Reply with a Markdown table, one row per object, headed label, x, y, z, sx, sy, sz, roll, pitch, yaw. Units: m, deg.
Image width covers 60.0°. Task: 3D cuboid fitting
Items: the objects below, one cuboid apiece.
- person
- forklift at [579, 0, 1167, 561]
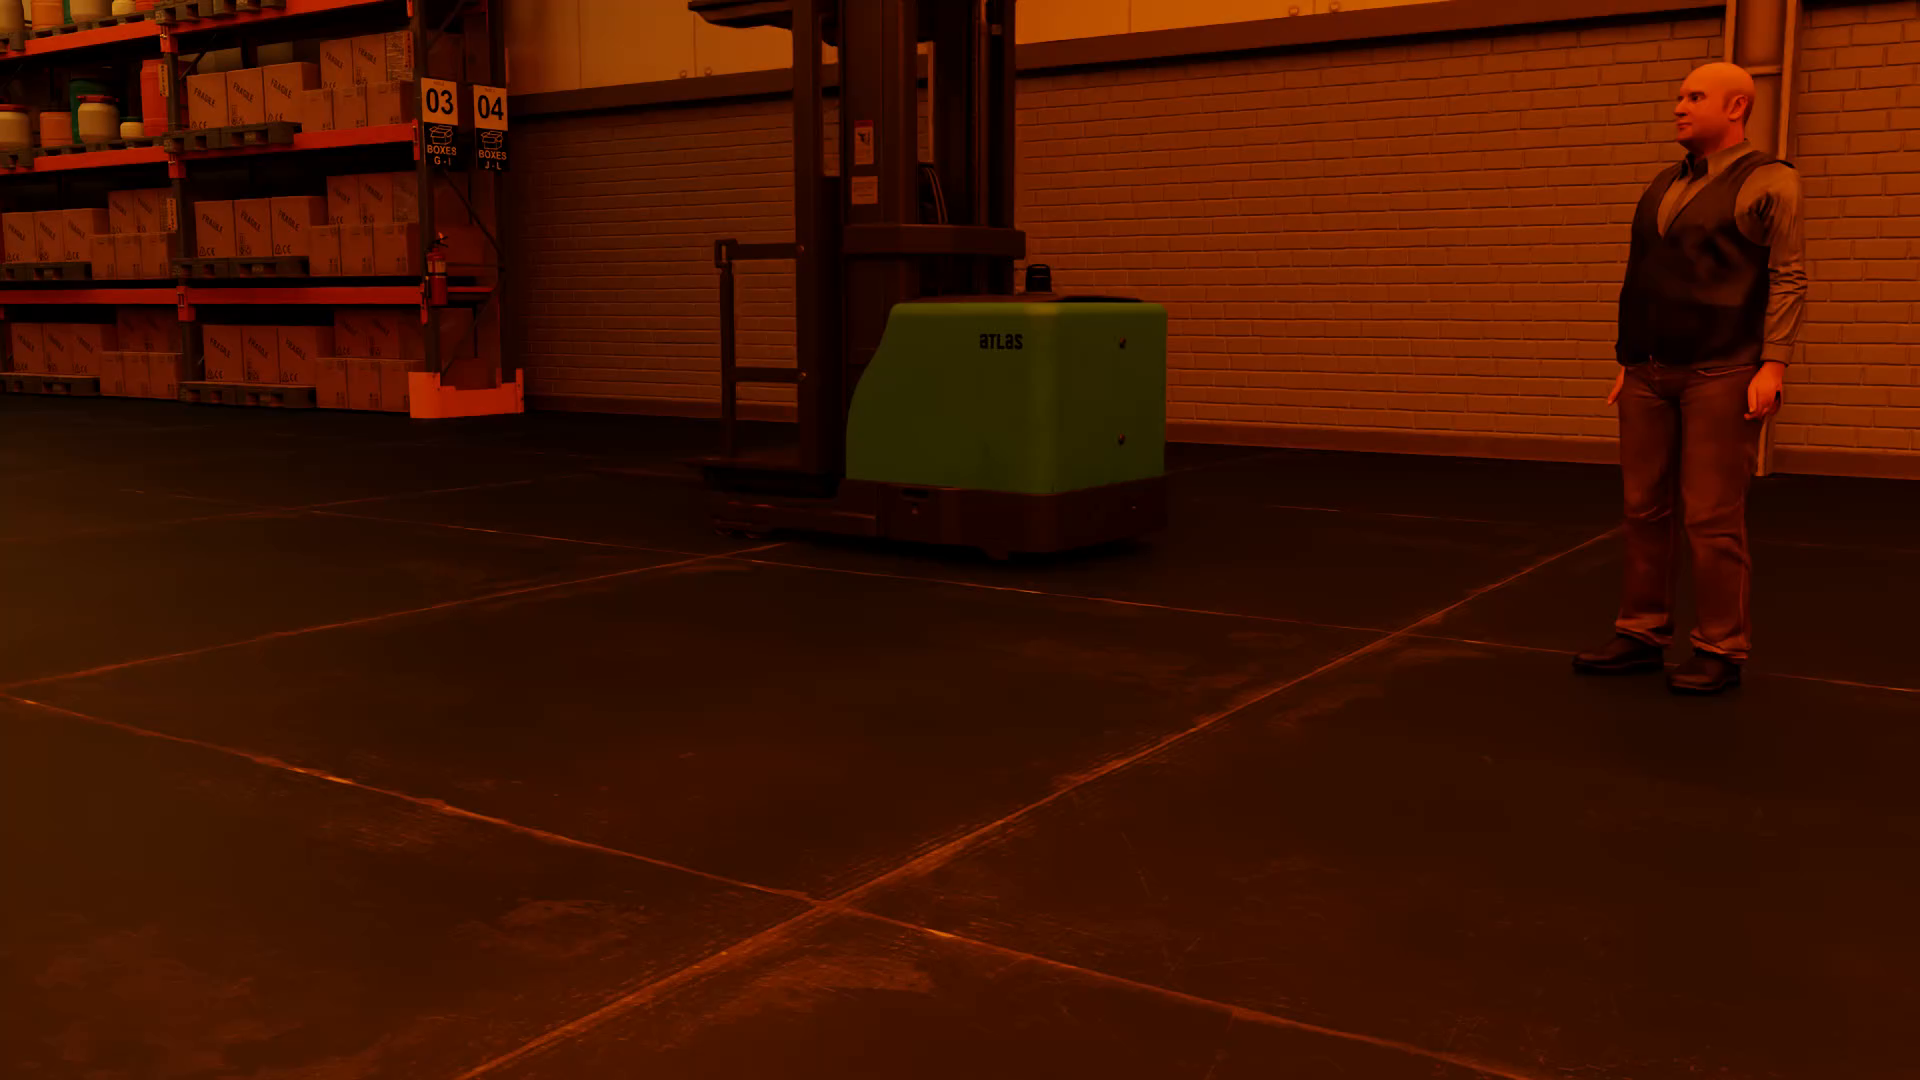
| label | x | y | z | sx | sy | sz | roll | pitch | yaw |
| --- | --- | --- | --- | --- | --- | --- | --- | --- | --- |
| person | 2.050 | -0.451 | 4.667 | 0.372 | 1.725 | 0.550 | -4 | 9 | -26 |
| forklift | -0.557 | -1.506 | 7.782 | 3.031 | 2.935 | 1.130 | 6 | 10 | 36 |
